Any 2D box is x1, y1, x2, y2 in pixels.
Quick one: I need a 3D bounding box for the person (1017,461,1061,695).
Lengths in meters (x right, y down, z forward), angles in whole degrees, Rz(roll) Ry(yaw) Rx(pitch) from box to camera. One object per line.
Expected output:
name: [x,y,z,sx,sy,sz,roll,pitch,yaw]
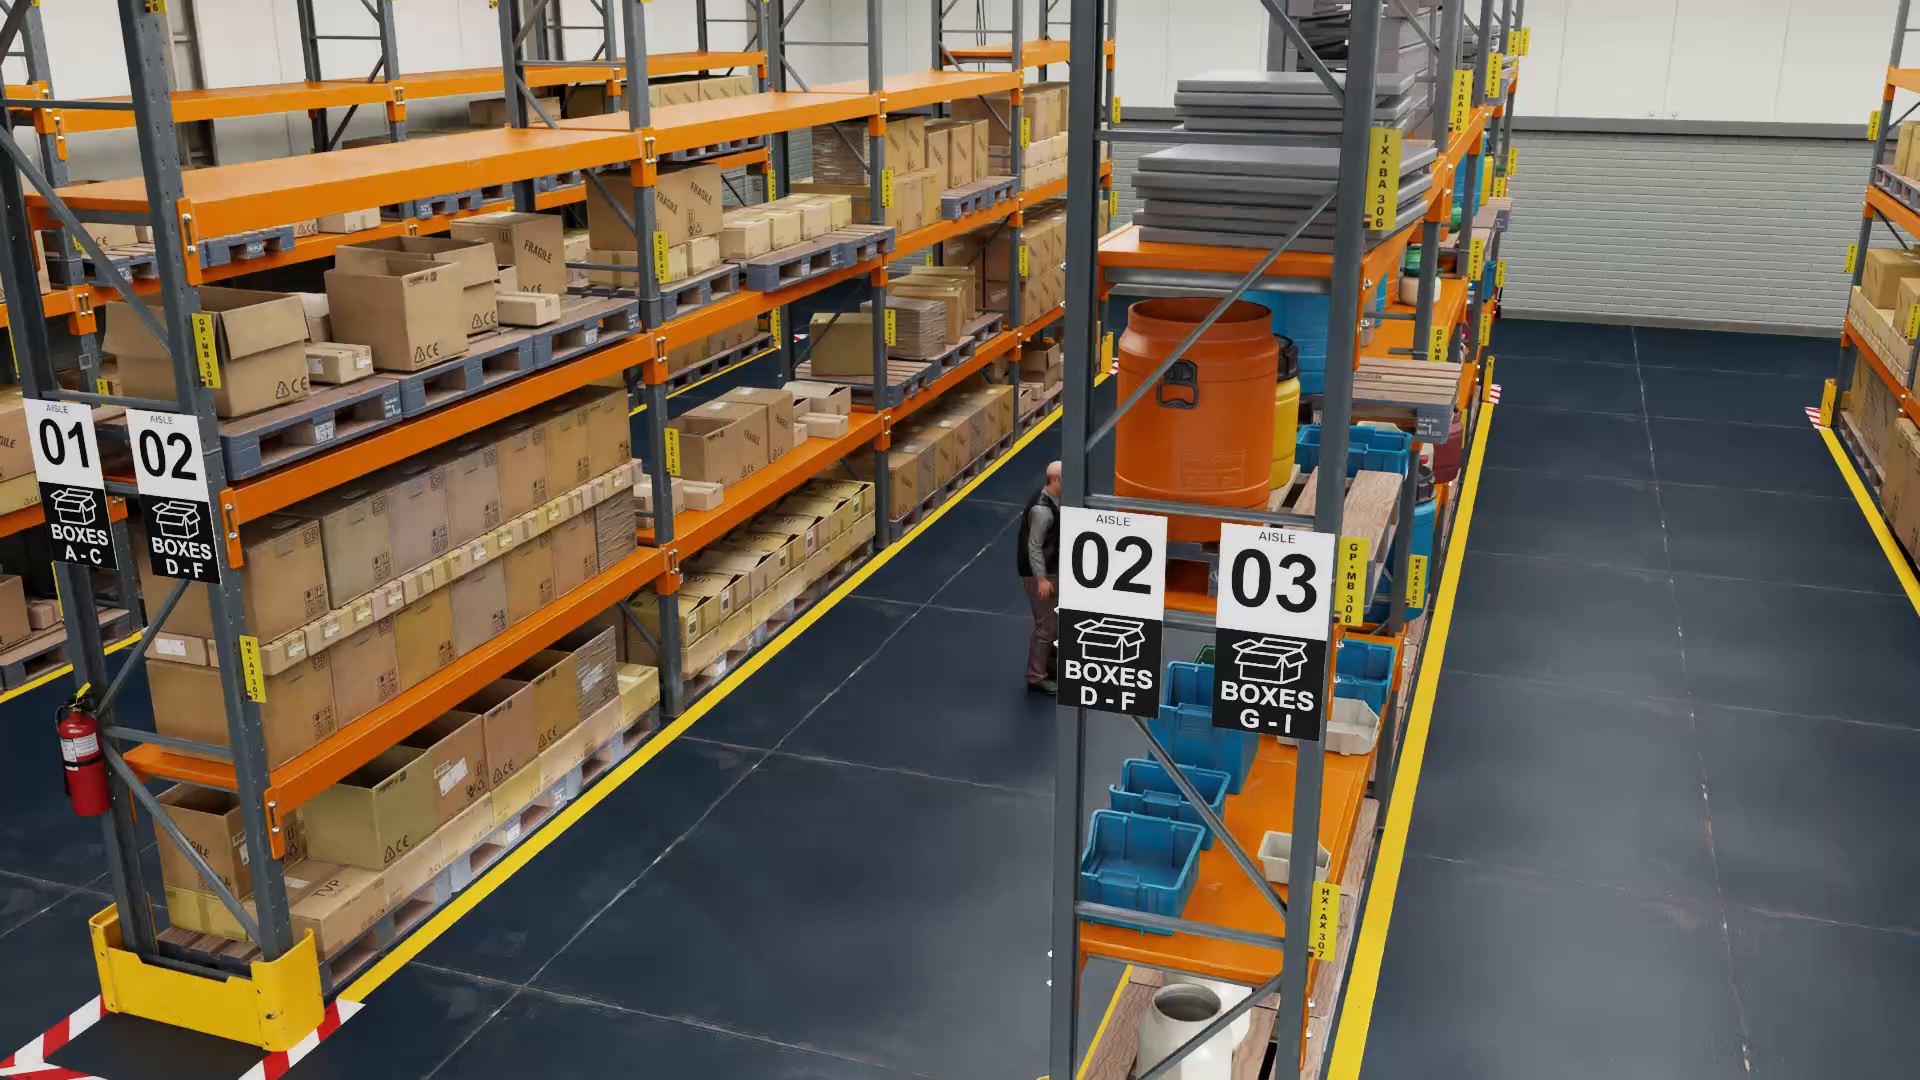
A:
person: [0.638,0.245,12.305,0.420,1.721,0.581,6,20,18]
